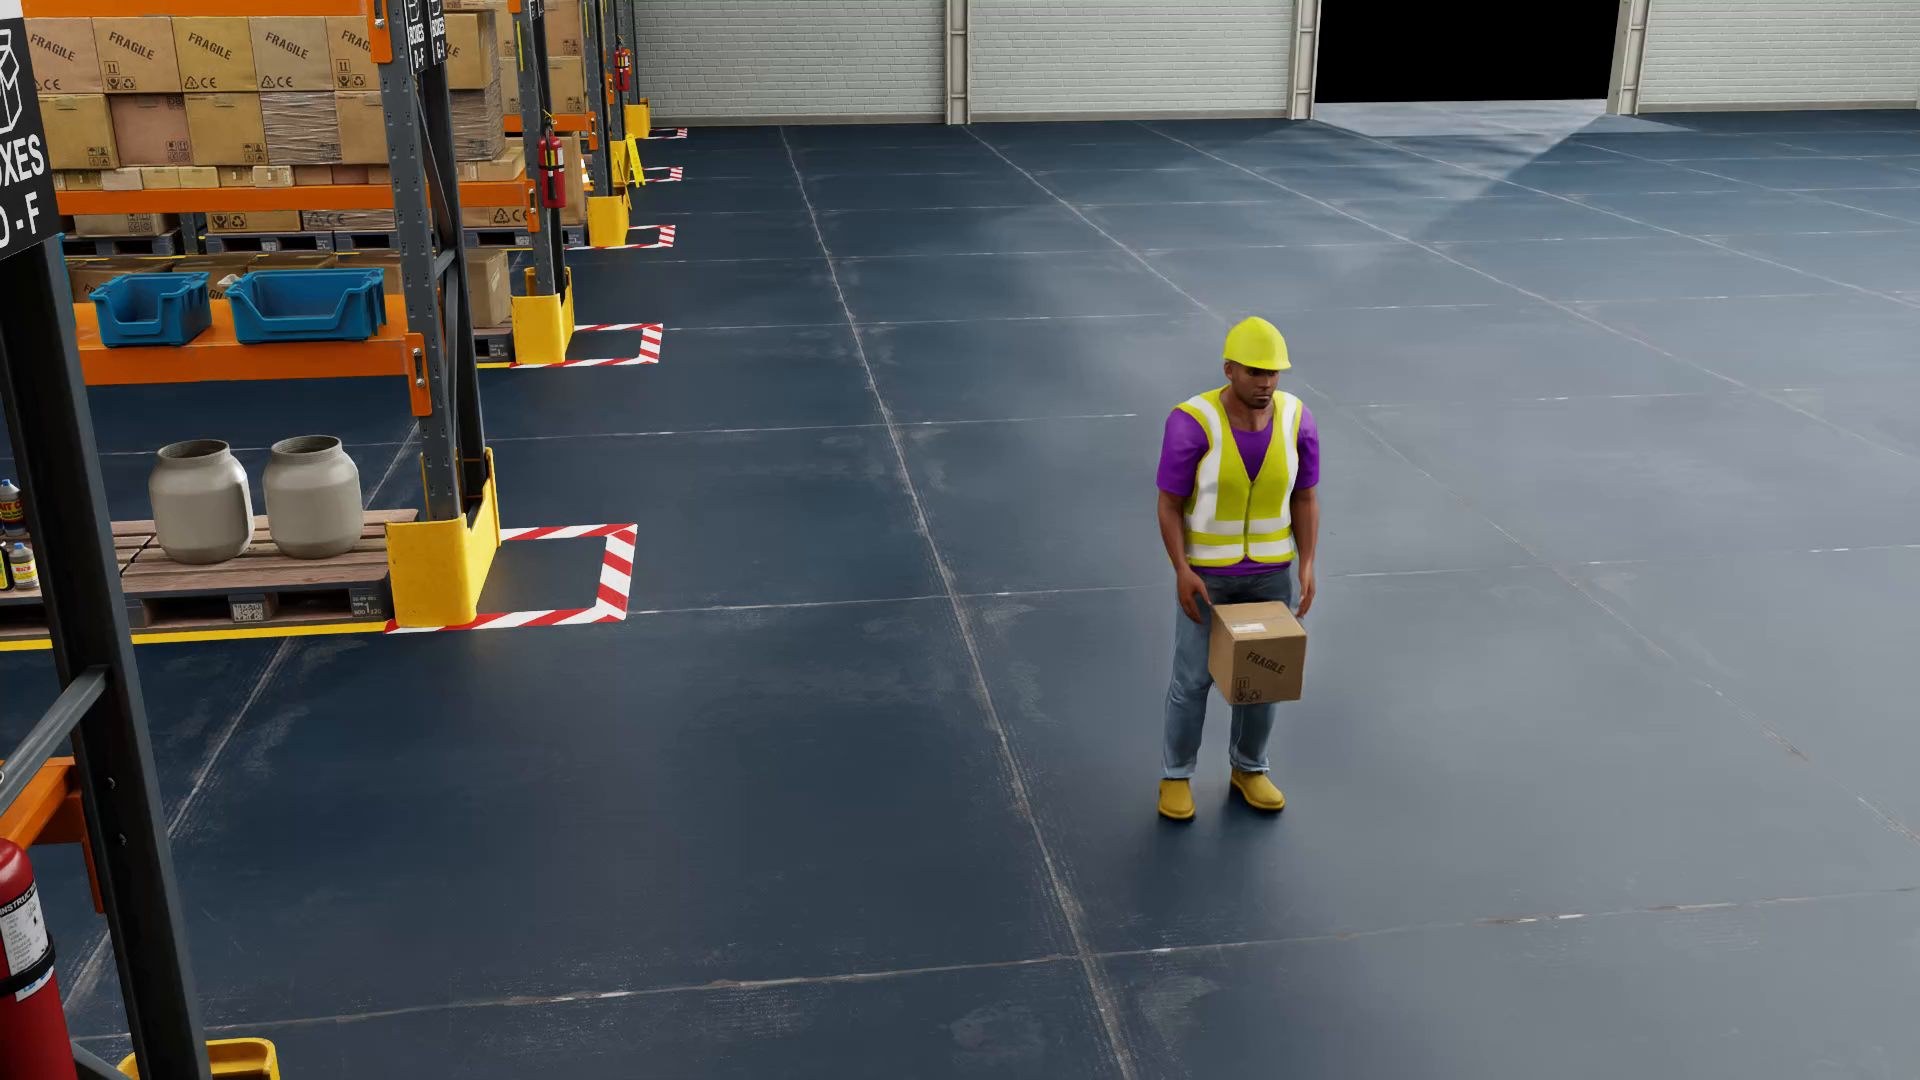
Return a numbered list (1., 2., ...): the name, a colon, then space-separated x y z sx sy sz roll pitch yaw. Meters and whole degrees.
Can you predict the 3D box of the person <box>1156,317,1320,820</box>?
1. person: 0.958 0.100 5.762 0.580 1.767 0.434 -3 20 -9
